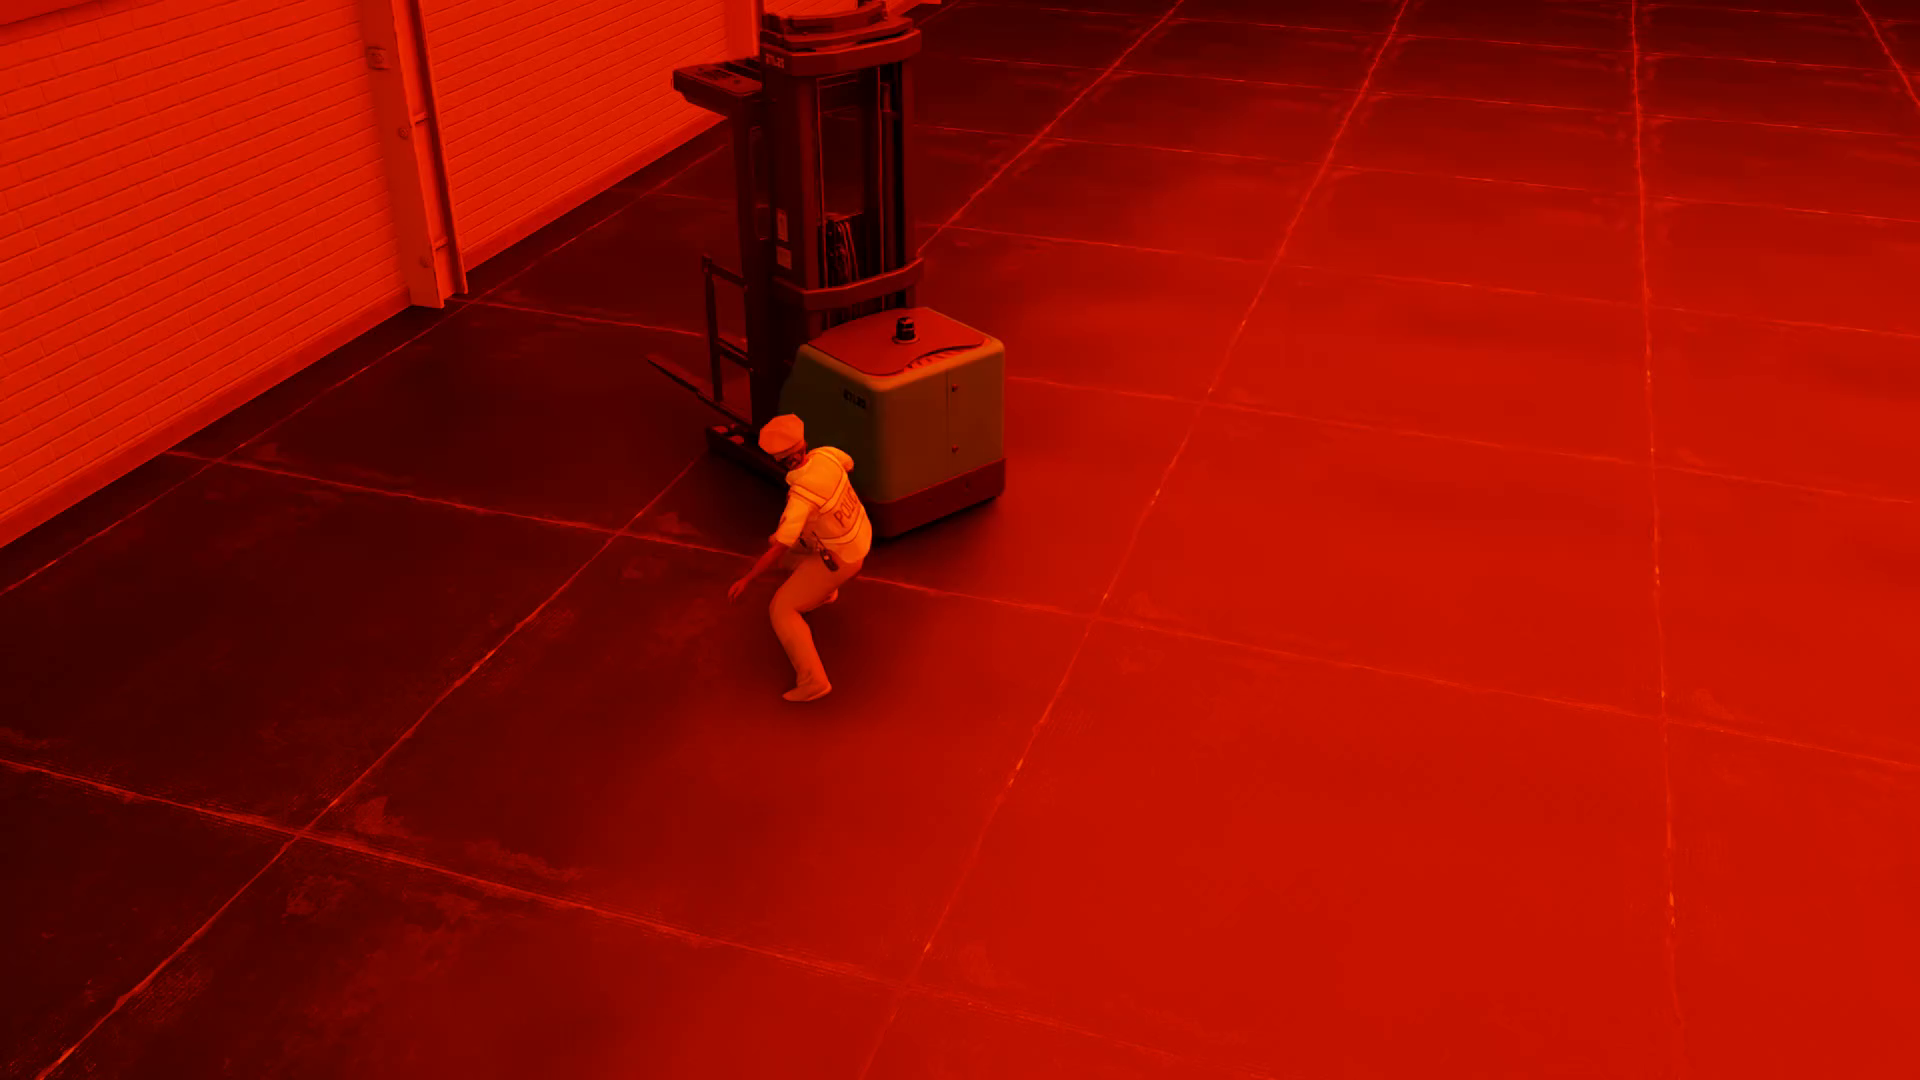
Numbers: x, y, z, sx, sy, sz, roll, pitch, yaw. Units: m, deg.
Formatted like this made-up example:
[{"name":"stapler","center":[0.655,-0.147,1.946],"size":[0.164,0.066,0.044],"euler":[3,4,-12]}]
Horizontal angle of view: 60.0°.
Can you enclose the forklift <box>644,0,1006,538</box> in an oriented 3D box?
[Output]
[{"name":"forklift","center":[-1.046,-1.941,10.541],"size":[1.130,2.935,3.031],"euler":[-23,37,-34]}]

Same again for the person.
[{"name":"person","center":[-0.812,0.040,8.644],"size":[0.676,1.471,0.844],"euler":[5,30,8]}]
